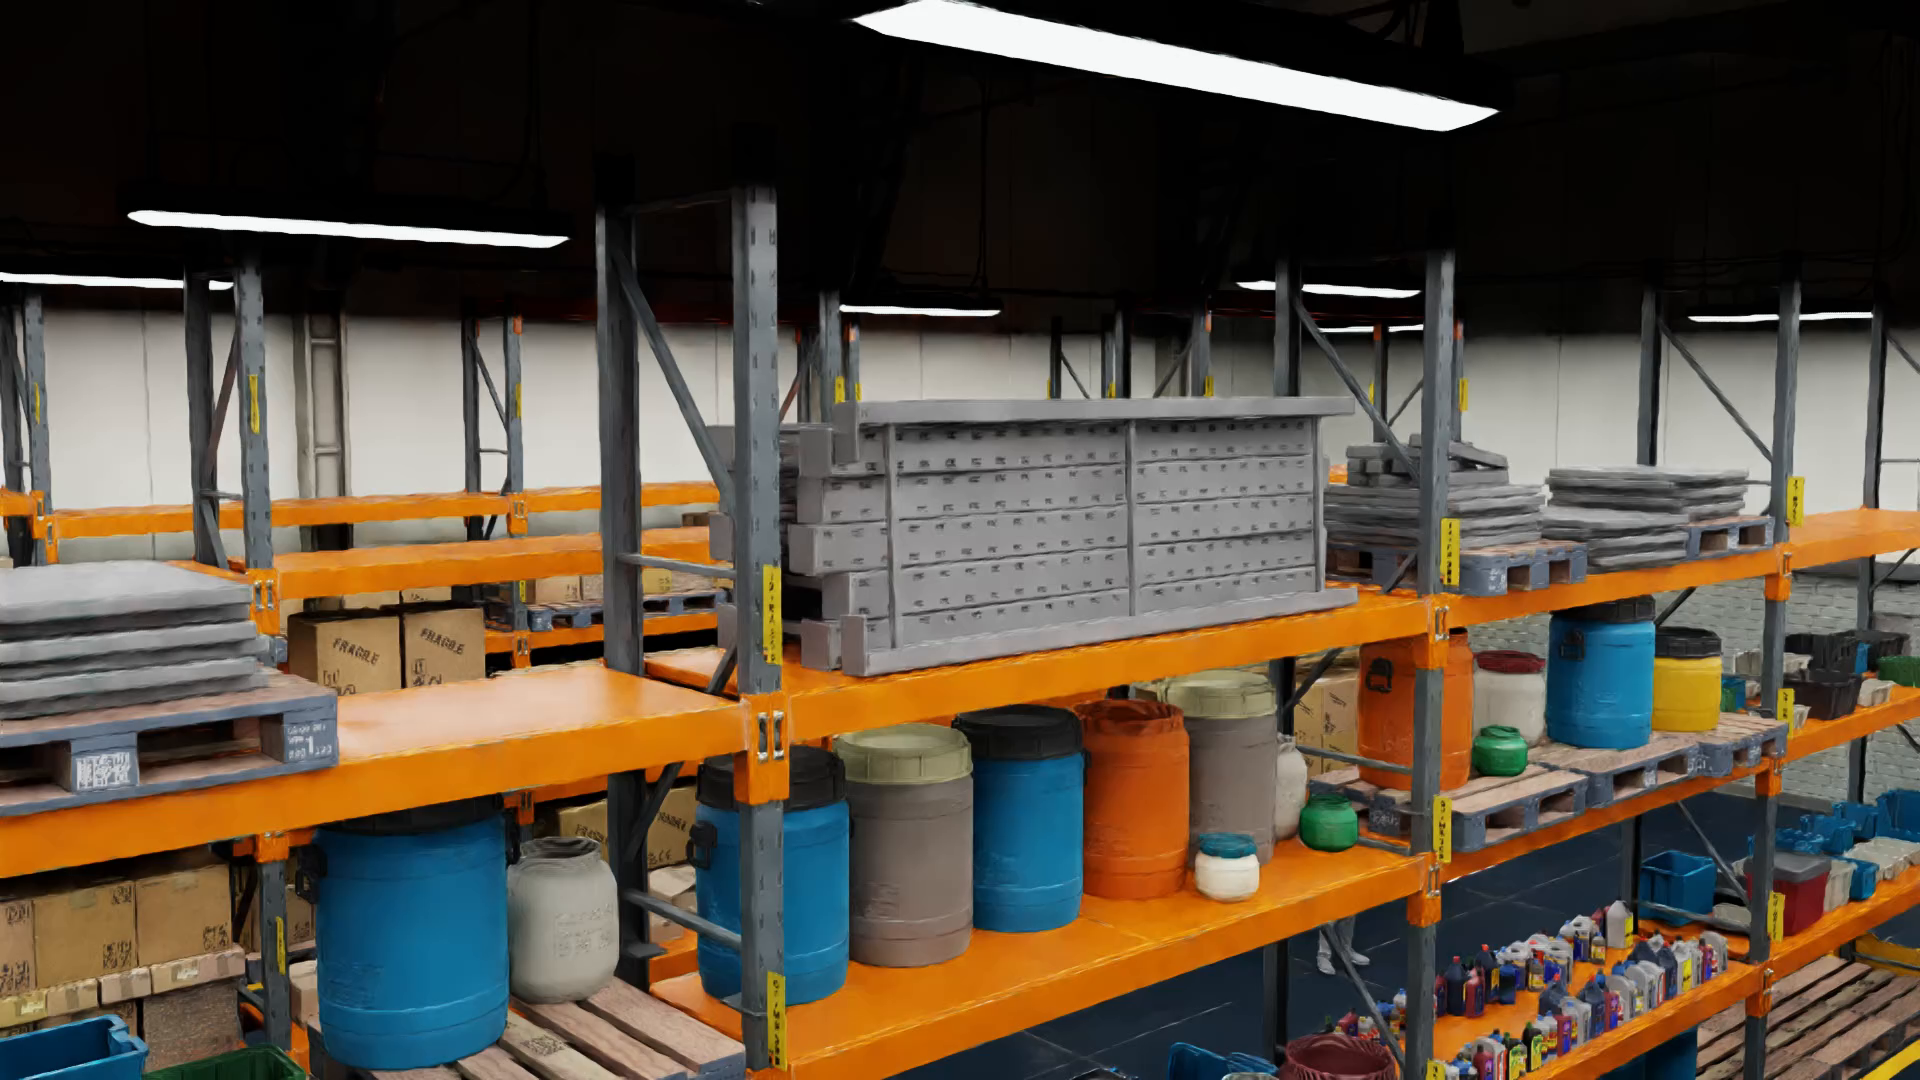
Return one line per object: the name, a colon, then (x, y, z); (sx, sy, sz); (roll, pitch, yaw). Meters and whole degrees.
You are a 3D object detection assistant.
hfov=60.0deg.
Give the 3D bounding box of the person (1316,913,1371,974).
person: (3.375, 2.949, 14.641); (0.373, 1.642, 0.581); (4, 7, 35)
